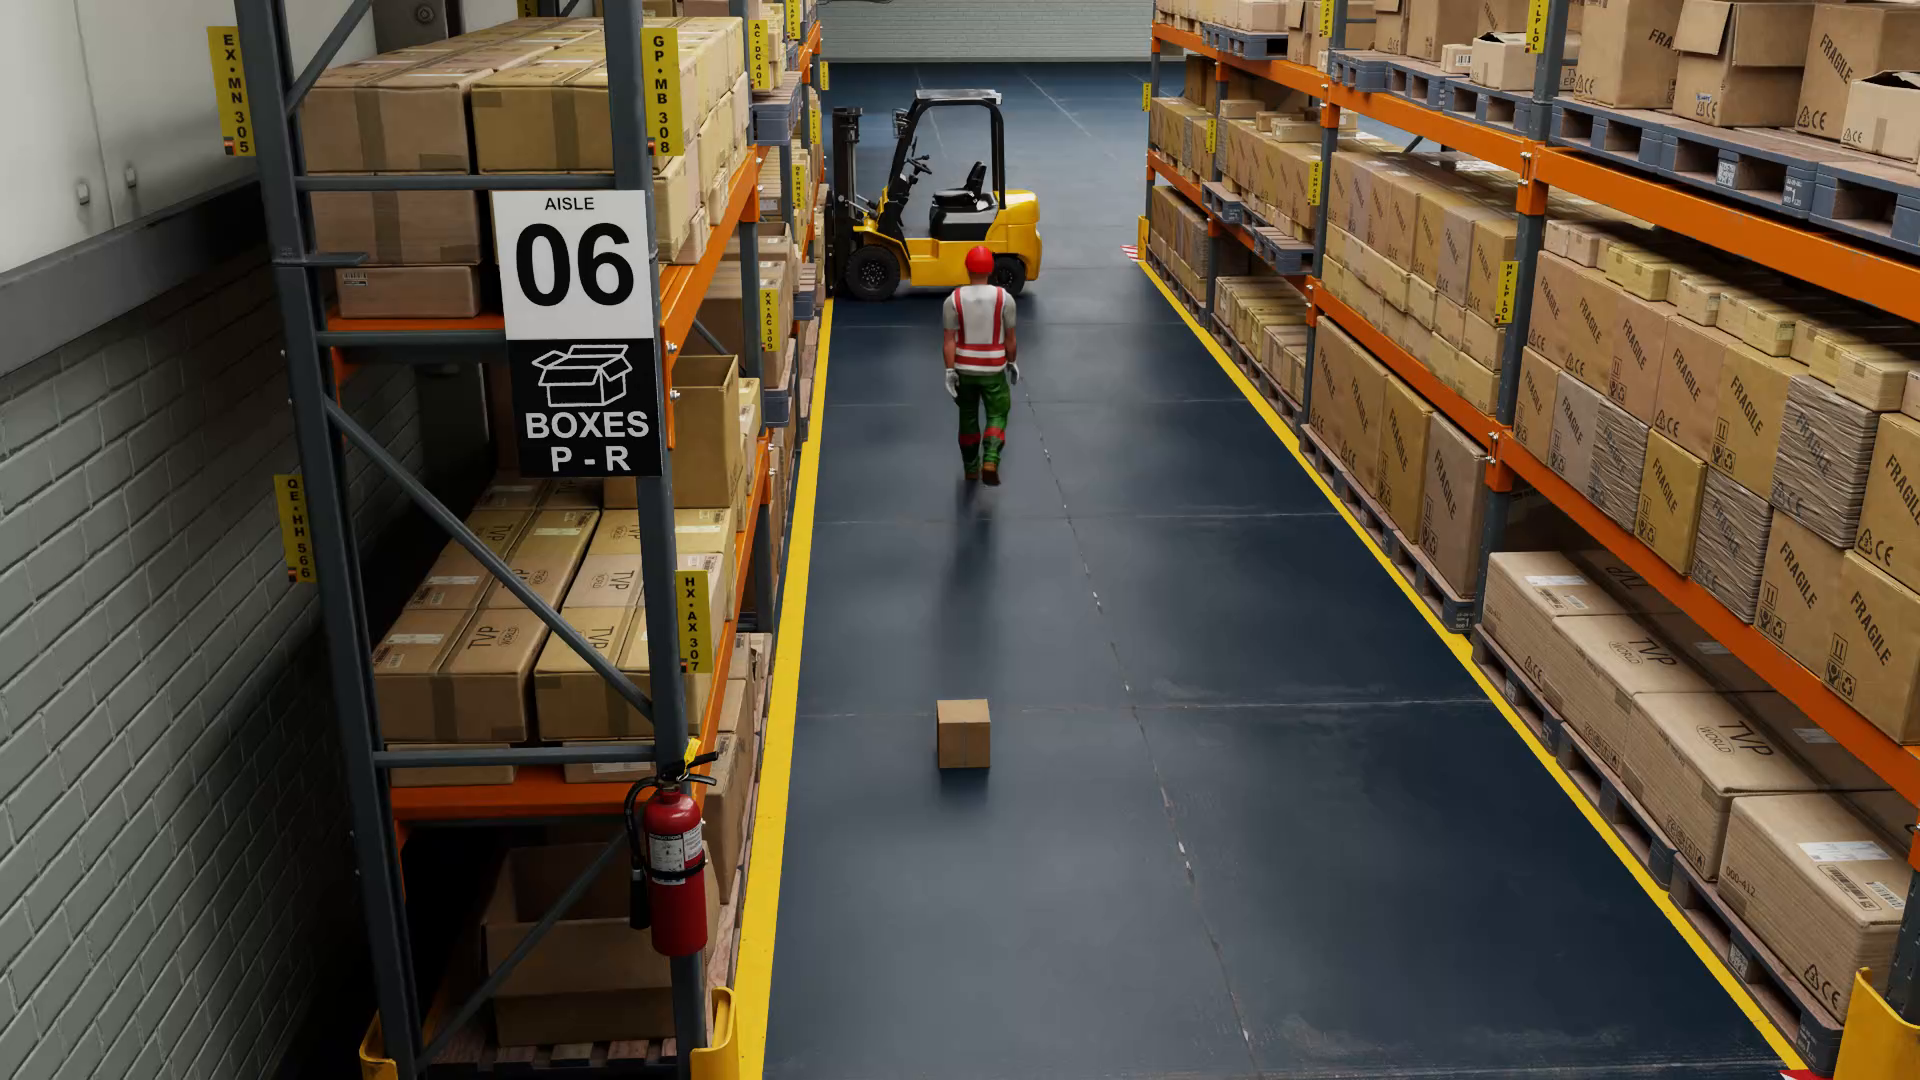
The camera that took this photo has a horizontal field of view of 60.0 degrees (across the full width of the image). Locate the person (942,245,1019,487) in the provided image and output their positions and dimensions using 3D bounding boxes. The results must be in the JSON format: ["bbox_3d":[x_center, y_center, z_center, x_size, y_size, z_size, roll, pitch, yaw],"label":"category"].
[{"bbox_3d":[0.147,-1.220,11.839,0.533,1.761,0.861,2,20,6],"label":"person"}]
